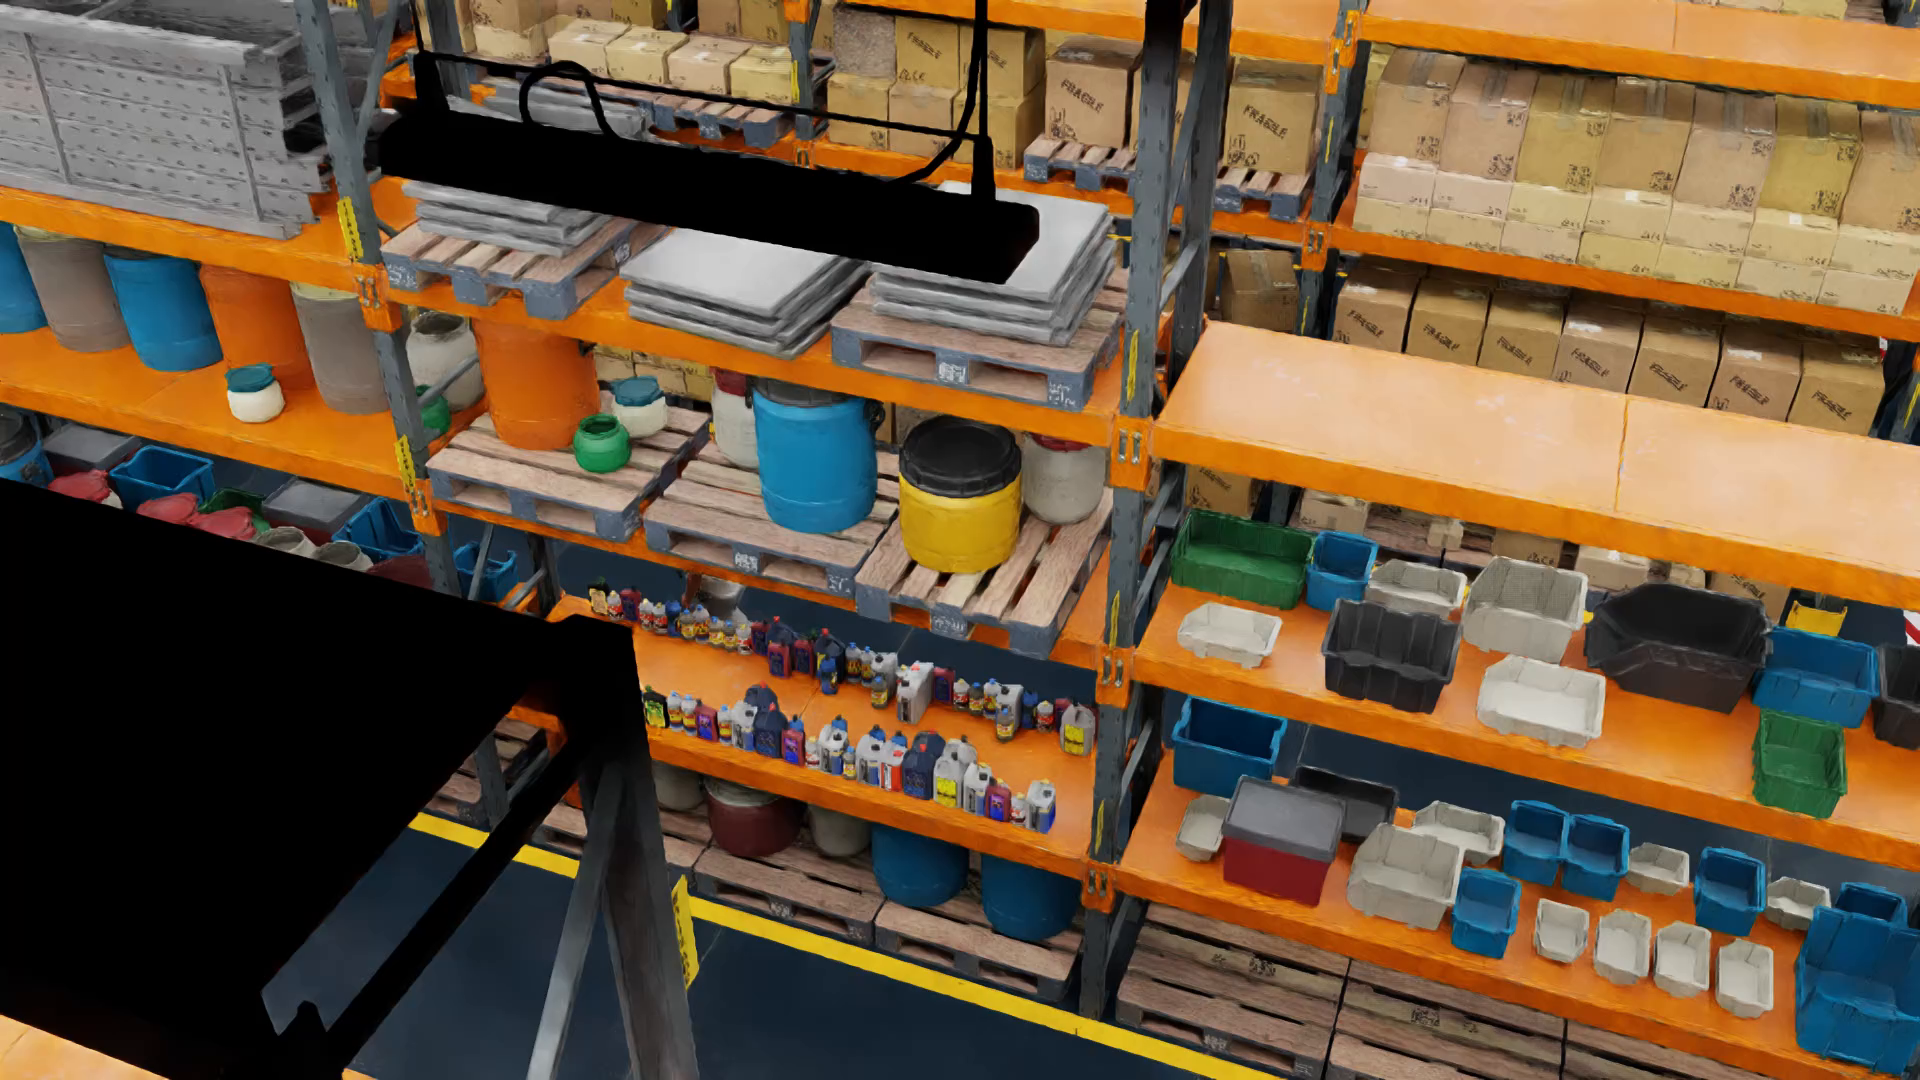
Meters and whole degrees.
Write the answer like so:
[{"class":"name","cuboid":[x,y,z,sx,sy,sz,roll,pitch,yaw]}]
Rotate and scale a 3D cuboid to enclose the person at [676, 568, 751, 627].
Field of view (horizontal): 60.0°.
[{"class":"person","cuboid":[-1.690,0.282,11.581,0.528,1.715,0.682,12,38,16]}]
